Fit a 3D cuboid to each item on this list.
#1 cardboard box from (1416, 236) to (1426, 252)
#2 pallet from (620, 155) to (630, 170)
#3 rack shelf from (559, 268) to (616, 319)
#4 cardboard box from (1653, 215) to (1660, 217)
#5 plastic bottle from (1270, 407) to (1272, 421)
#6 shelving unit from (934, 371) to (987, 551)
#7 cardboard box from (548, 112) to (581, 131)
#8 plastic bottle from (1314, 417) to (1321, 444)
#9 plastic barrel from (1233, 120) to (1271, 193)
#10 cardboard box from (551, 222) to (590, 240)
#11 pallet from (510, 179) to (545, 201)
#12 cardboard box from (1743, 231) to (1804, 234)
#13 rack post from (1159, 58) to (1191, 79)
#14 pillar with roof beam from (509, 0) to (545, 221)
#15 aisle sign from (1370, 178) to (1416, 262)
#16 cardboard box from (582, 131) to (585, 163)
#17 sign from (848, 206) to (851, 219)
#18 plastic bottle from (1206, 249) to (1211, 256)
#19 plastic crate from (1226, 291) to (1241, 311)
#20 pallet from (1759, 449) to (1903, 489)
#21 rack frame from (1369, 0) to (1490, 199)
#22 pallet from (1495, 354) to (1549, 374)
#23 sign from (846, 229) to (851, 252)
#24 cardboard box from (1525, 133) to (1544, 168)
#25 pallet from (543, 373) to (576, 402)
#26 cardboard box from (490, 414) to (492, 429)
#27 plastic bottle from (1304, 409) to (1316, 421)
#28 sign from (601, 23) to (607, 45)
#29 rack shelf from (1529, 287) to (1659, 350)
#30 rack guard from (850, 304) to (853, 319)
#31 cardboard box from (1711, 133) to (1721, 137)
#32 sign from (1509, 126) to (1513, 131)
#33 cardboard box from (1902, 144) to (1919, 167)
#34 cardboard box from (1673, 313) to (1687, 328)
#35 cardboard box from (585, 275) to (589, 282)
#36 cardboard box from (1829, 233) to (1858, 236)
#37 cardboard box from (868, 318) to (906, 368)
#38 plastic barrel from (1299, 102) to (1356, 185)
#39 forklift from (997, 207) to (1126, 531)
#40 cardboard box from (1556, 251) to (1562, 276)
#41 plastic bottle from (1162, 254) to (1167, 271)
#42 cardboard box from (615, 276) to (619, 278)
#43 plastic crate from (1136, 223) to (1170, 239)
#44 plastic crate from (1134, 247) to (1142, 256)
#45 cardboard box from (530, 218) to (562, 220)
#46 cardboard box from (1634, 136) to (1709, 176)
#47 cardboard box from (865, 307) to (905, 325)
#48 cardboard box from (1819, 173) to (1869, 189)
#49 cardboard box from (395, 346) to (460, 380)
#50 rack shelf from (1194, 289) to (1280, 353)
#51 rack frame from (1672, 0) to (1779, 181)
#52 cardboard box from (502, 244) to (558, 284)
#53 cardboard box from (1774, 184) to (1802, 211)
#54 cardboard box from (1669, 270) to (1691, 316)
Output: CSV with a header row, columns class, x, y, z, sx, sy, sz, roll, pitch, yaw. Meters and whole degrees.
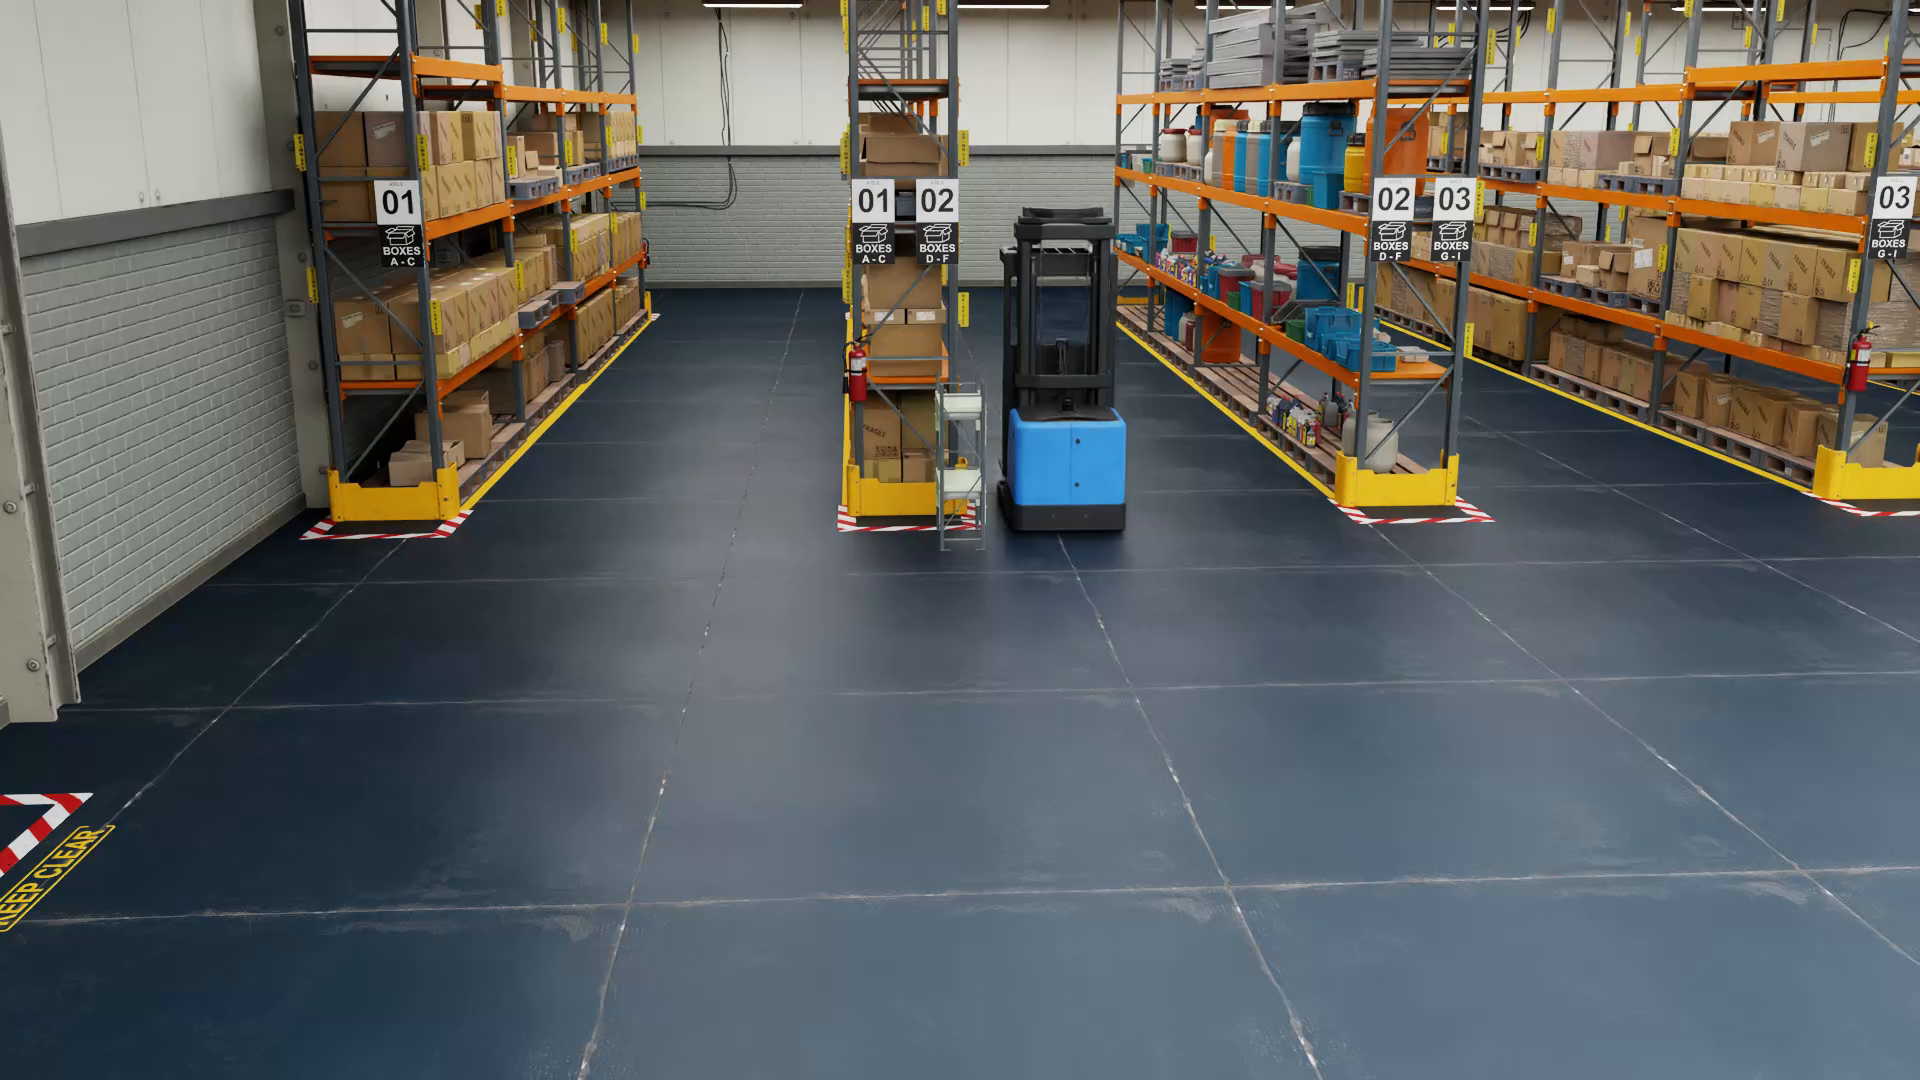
class,x,y,z,sx,sy,sz,roll,pitch,yaw
cardboard box,8.298,-5.182,29.076,0.500,0.250,0.500,0,14,-2
pallet,-6.322,-6.563,28.897,1.003,0.211,1.213,-1,14,-3
rack shelf,-6.086,-3.801,25.448,1.077,0.370,4.000,-1,14,-3
cardboard box,13.159,-5.745,30.760,0.500,0.500,0.500,-1,14,-3
plastic bottle,3.769,-1.532,19.917,0.097,0.201,0.097,0,14,0
shelving unit,0.000,-0.725,15.057,0.431,1.500,0.755,-1,14,-3
cardboard box,-6.486,-6.812,27.440,0.500,0.500,0.500,-1,14,-4
plastic bottle,3.989,-1.228,18.572,0.061,0.283,0.133,-1,14,-3
plastic barrel,3.845,-4.954,21.460,0.600,0.901,0.708,-1,14,-3
cardboard box,-5.801,-4.593,24.737,0.500,0.250,0.500,-1,14,-3
pallet,-5.646,-4.174,19.812,1.213,0.211,1.003,-1,14,-3
cardboard box,9.452,-3.332,19.375,0.500,0.500,0.500,-1,14,-3
rack post,3.699,-7.459,26.332,0.937,0.300,0.954,-1,14,-4
pillar with roof beam,-2.819,-7.780,27.427,9.100,9.000,0.400,-1,14,-3
aisle sign,4.130,-3.052,15.876,0.394,0.787,0.004,-1,14,-3
cardboard box,-6.265,-6.141,25.994,0.700,0.500,0.500,-2,15,-6
sign,-2.055,-6.130,31.319,0.100,0.325,0.005,-1,14,-3
plastic bottle,4.062,-4.553,27.024,0.144,0.351,0.185,-1,14,-3
plastic crate,3.785,-3.137,21.846,0.450,0.188,0.662,-1,14,-3
pallet,9.346,-0.763,17.793,1.003,0.211,1.213,-1,14,-3
rack frame,4.422,-4.721,15.540,1.000,3.000,0.127,-1,14,-3
pallet,8.896,-2.729,25.431,1.003,0.211,1.213,-1,14,-3
sign,-1.559,-4.241,23.550,0.100,0.325,0.005,-1,14,-3
cardboard box,8.760,-5.738,24.464,0.797,0.503,0.637,0,14,0
pallet,-5.915,-2.108,23.018,1.003,0.211,1.213,-1,14,-3
cardboard box,-5.651,-1.366,19.342,0.380,0.166,0.250,-3,15,-11
plastic bottle,3.994,-1.353,19.073,0.152,0.276,0.135,-1,14,-3
sign,-5.669,-8.055,26.462,0.100,0.325,0.005,-1,14,-3
rack shelf,8.994,-3.036,22.474,1.077,0.370,4.000,-1,14,-3
rack guard,-1.509,-4.490,31.697,1.175,0.500,0.348,-1,14,-3
cardboard box,13.203,-6.943,28.691,0.380,0.149,0.250,-1,14,-4
sign,9.163,-6.743,27.748,0.100,0.325,0.005,-1,14,-3
cardboard box,13.652,-5.411,23.377,0.500,0.311,0.500,-1,14,-3
cardboard box,8.833,-2.645,20.014,0.380,0.149,0.250,-1,14,-3
cardboard box,-5.857,-4.007,25.269,0.380,0.149,0.250,-1,14,-3
cardboard box,13.908,-4.748,26.151,0.380,0.149,0.250,0,14,-2
cardboard box,-0.576,-2.035,16.940,0.700,0.500,0.500,-1,14,-2
plastic barrel,4.129,-4.460,18.697,0.600,0.901,0.708,-1,14,-3
forklift,0.954,-1.814,16.419,1.130,2.935,3.031,-1,14,-2
cardboard box,9.111,-4.055,24.791,0.500,0.500,0.500,0,14,-2
plastic bottle,3.329,-4.497,26.965,0.097,0.271,0.097,0,14,0
cardboard box,-6.522,-4.804,30.775,0.380,0.149,0.250,-1,14,-3
plastic crate,3.638,-5.761,31.428,0.616,0.435,0.499,-1,14,-3
plastic crate,3.271,-5.130,29.577,0.293,0.136,0.466,-1,14,-3
cardboard box,-6.366,-4.839,25.697,0.500,0.250,0.500,-1,14,-5
cardboard box,9.128,-4.946,21.383,0.797,0.503,0.637,0,14,-1
cardboard box,-0.736,-2.195,16.258,0.380,0.149,0.250,-1,14,-4
cardboard box,9.011,-3.662,16.946,0.380,0.149,0.250,-2,15,-6
cardboard box,-5.179,-1.726,16.200,0.500,0.250,0.500,-1,14,-5
rack shelf,4.050,-2.960,22.176,1.077,0.370,4.000,-1,14,-3
rack frame,9.118,-5.792,19.703,1.000,3.000,0.127,-1,14,-3
cardboard box,-5.923,-3.797,22.905,0.700,0.500,0.500,-3,15,-10
cardboard box,9.025,-3.640,17.658,0.500,0.250,0.500,-1,14,-2
cardboard box,9.084,-2.967,19.963,0.875,0.500,0.500,-1,14,-3
